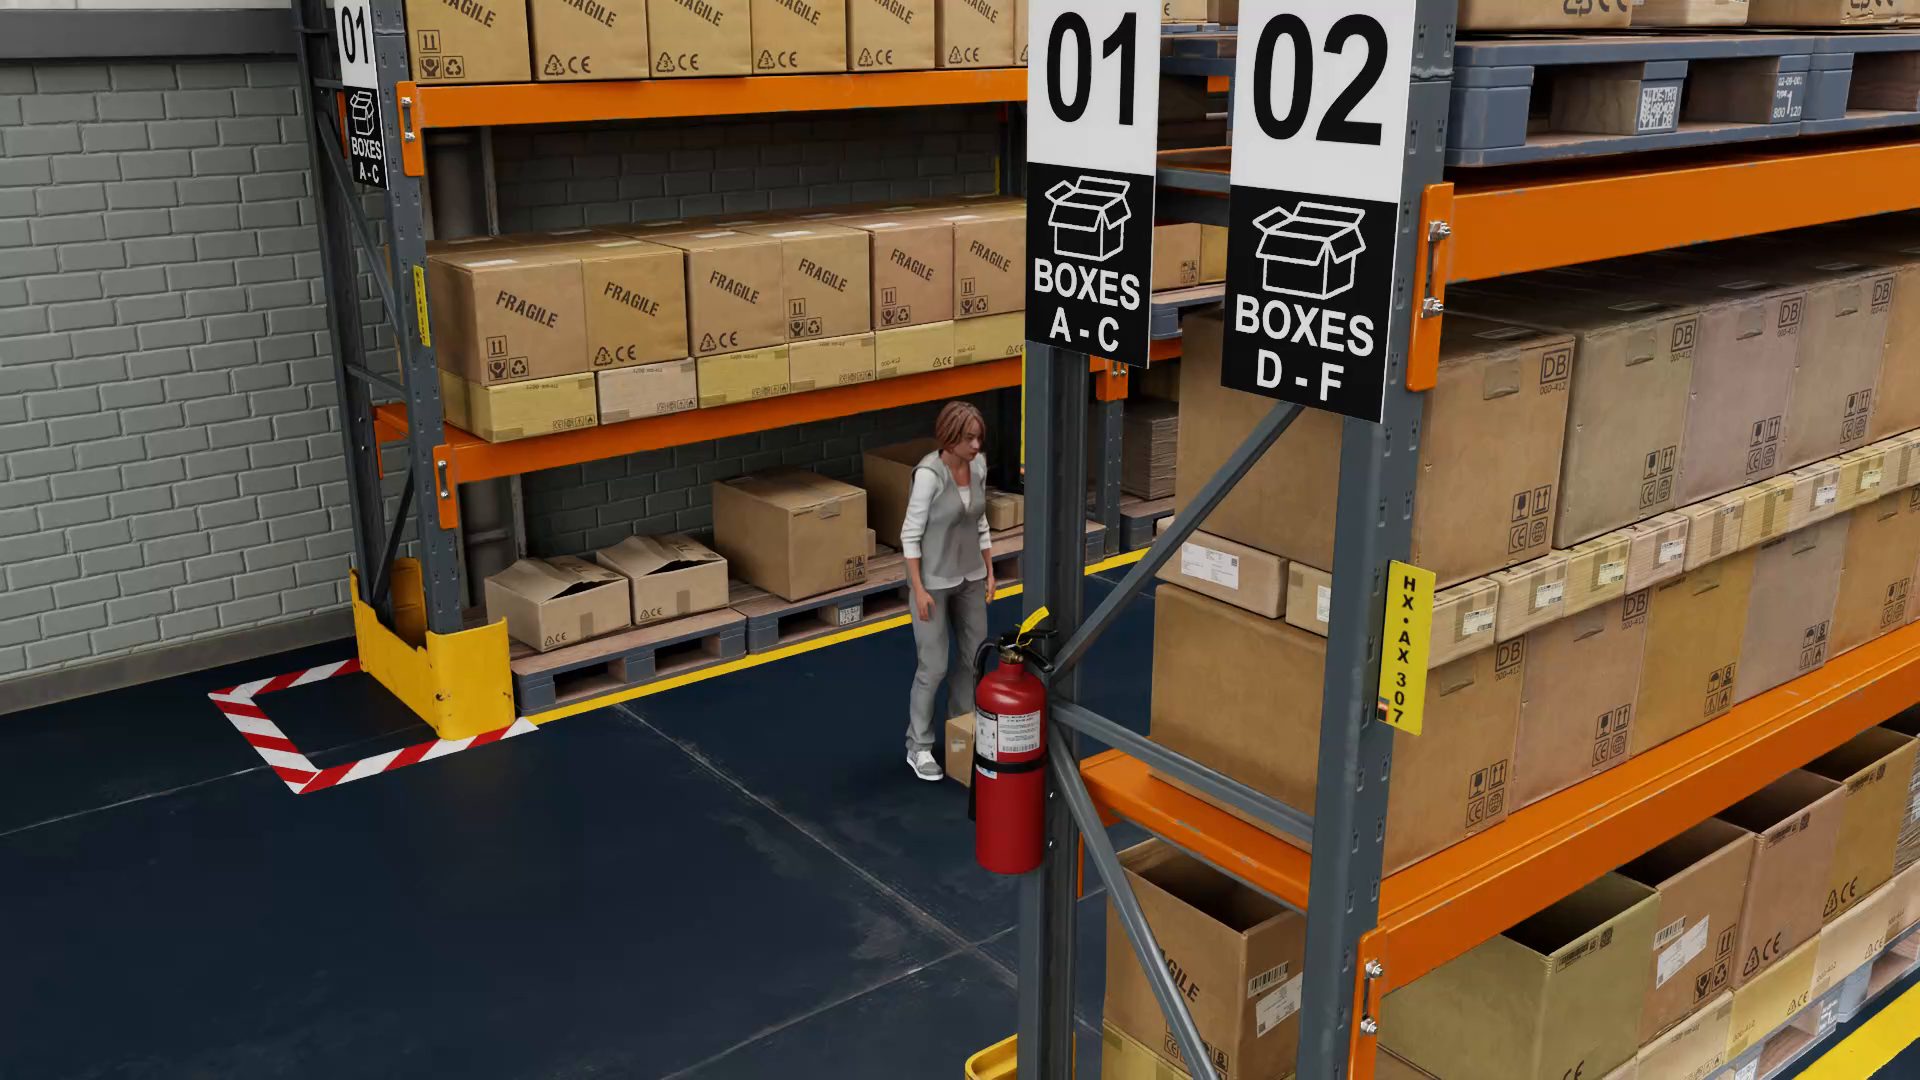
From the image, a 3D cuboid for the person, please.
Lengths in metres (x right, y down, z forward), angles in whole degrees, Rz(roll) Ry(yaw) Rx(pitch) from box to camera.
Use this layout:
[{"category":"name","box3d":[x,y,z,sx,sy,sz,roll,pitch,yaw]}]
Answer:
[{"category":"person","box3d":[-0.043,0.198,6.979,0.461,1.582,0.346,-15,23,-38]}]
